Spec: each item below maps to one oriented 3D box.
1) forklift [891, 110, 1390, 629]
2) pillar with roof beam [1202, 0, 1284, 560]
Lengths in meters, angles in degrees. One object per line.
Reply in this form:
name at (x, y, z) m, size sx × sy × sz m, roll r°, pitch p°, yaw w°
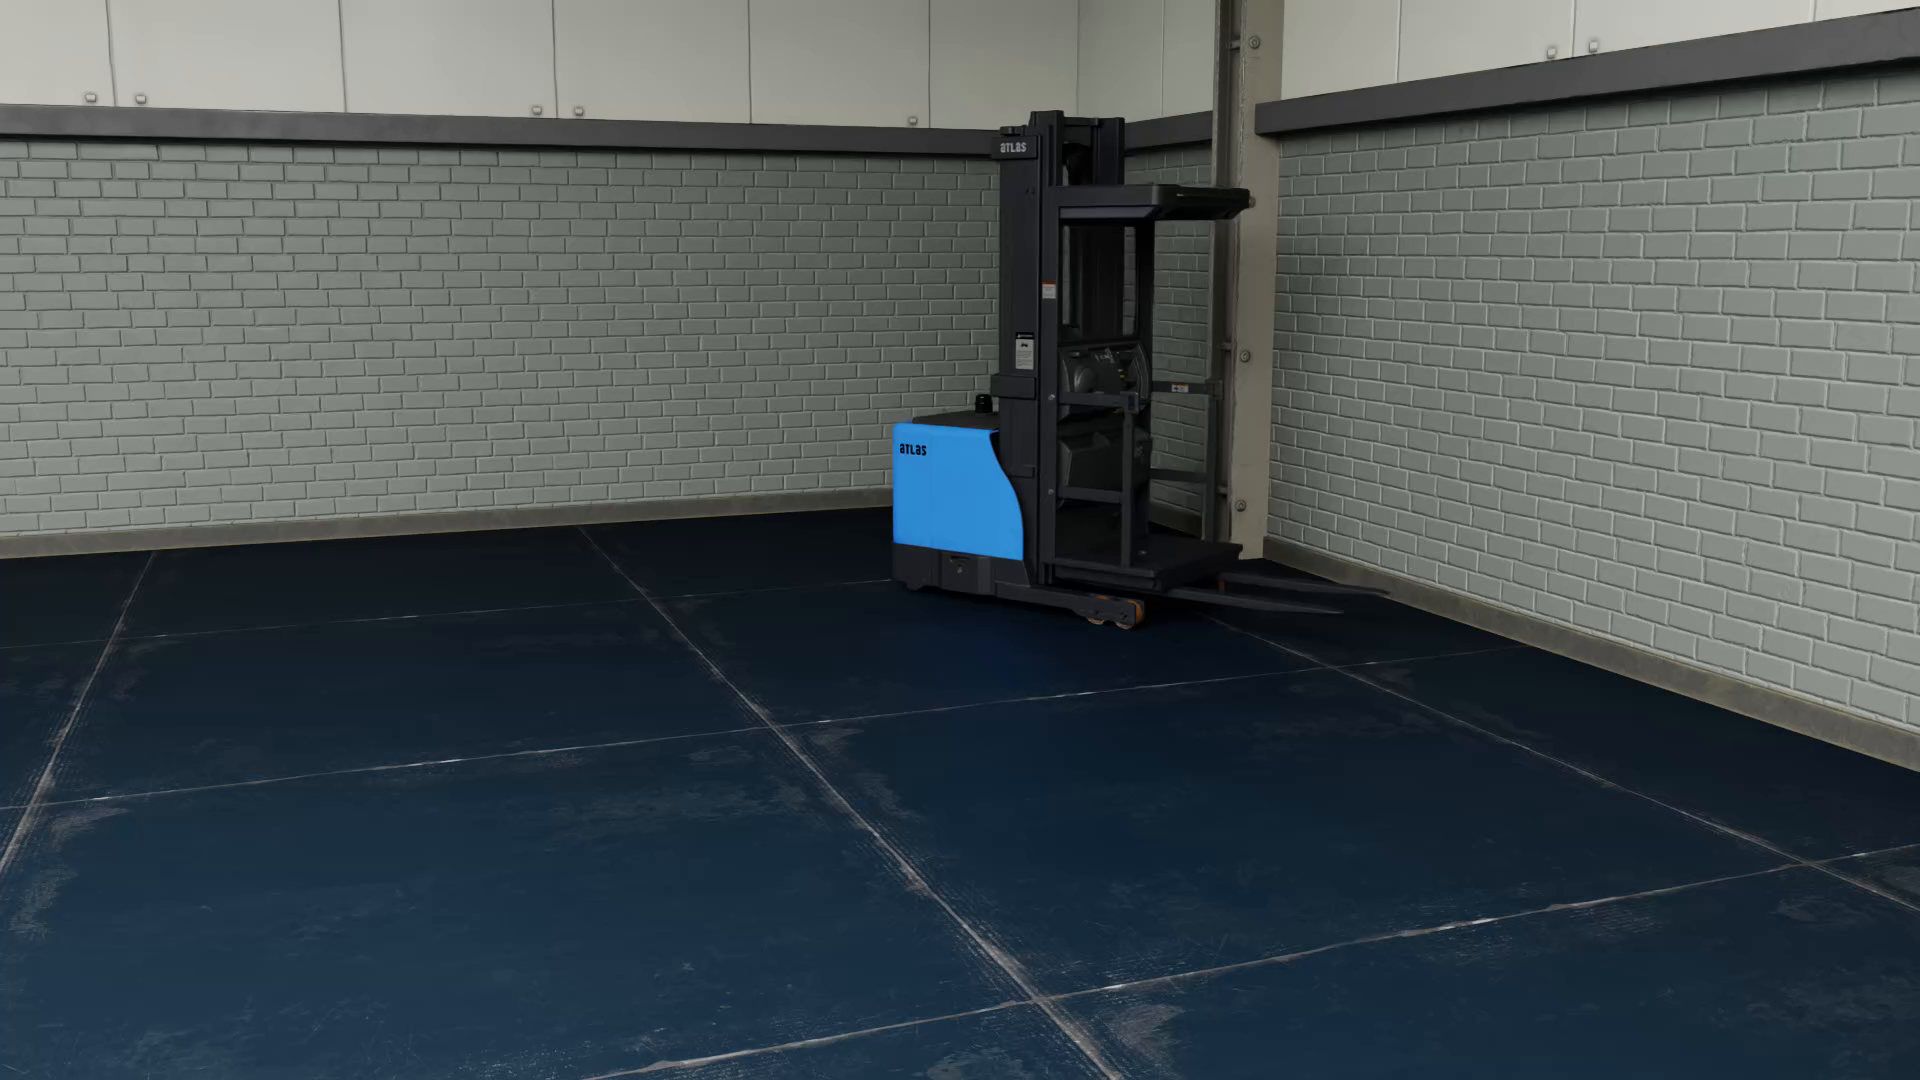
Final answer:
forklift at (1.041, -1.037, 9.882) m, size 3.031 × 2.935 × 1.130 m, roll 8°, pitch 13°, yaw 36°
pillar with roof beam at (-2.061, -4.057, 9.532) m, size 9.100 × 9.000 × 0.400 m, roll -4°, pitch 11°, yaw -21°
